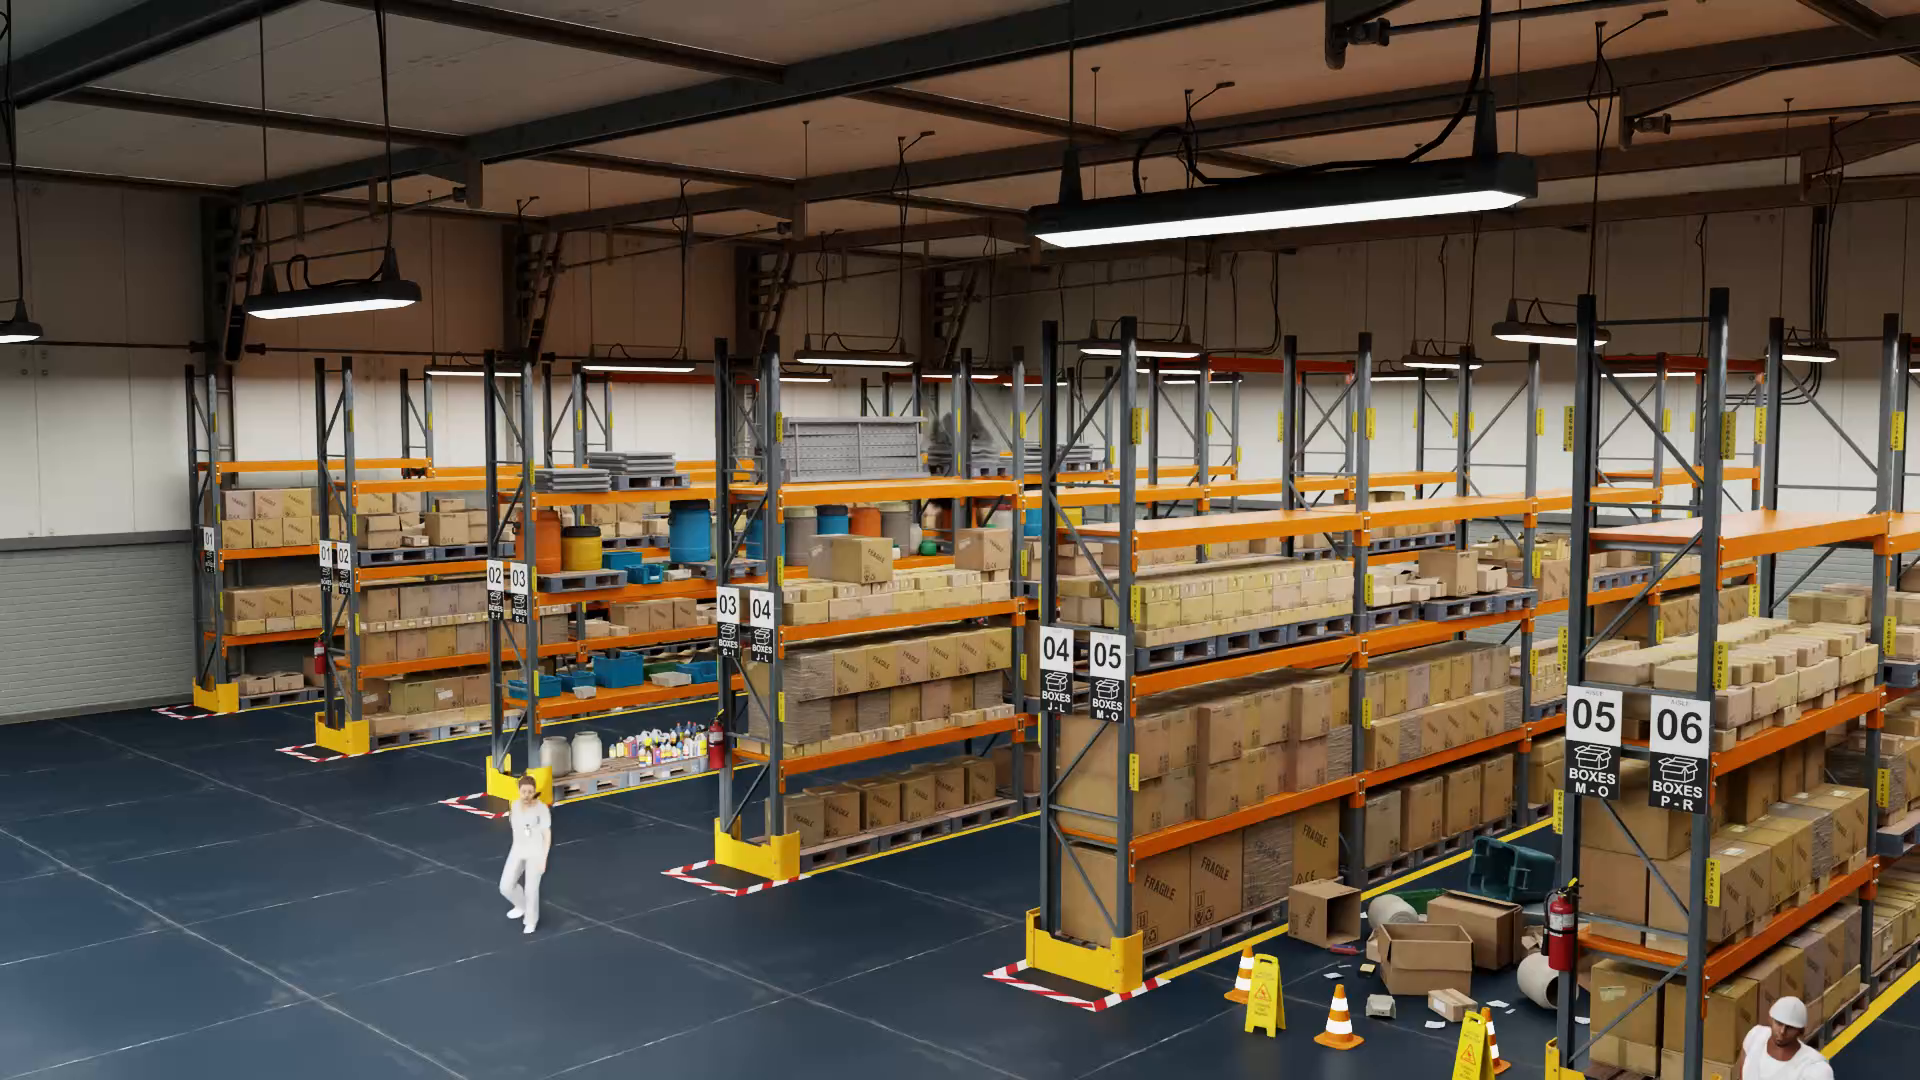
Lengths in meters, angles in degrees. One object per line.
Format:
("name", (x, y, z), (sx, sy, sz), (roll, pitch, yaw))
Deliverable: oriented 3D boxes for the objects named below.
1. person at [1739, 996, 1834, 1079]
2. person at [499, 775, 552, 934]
("person", (4.814, 3.520, 9.915), (0.806, 1.712, 0.767), (-4, 6, -42))
("person", (-4.278, 3.101, 16.476), (0.620, 1.618, 0.548), (1, 5, 14))
